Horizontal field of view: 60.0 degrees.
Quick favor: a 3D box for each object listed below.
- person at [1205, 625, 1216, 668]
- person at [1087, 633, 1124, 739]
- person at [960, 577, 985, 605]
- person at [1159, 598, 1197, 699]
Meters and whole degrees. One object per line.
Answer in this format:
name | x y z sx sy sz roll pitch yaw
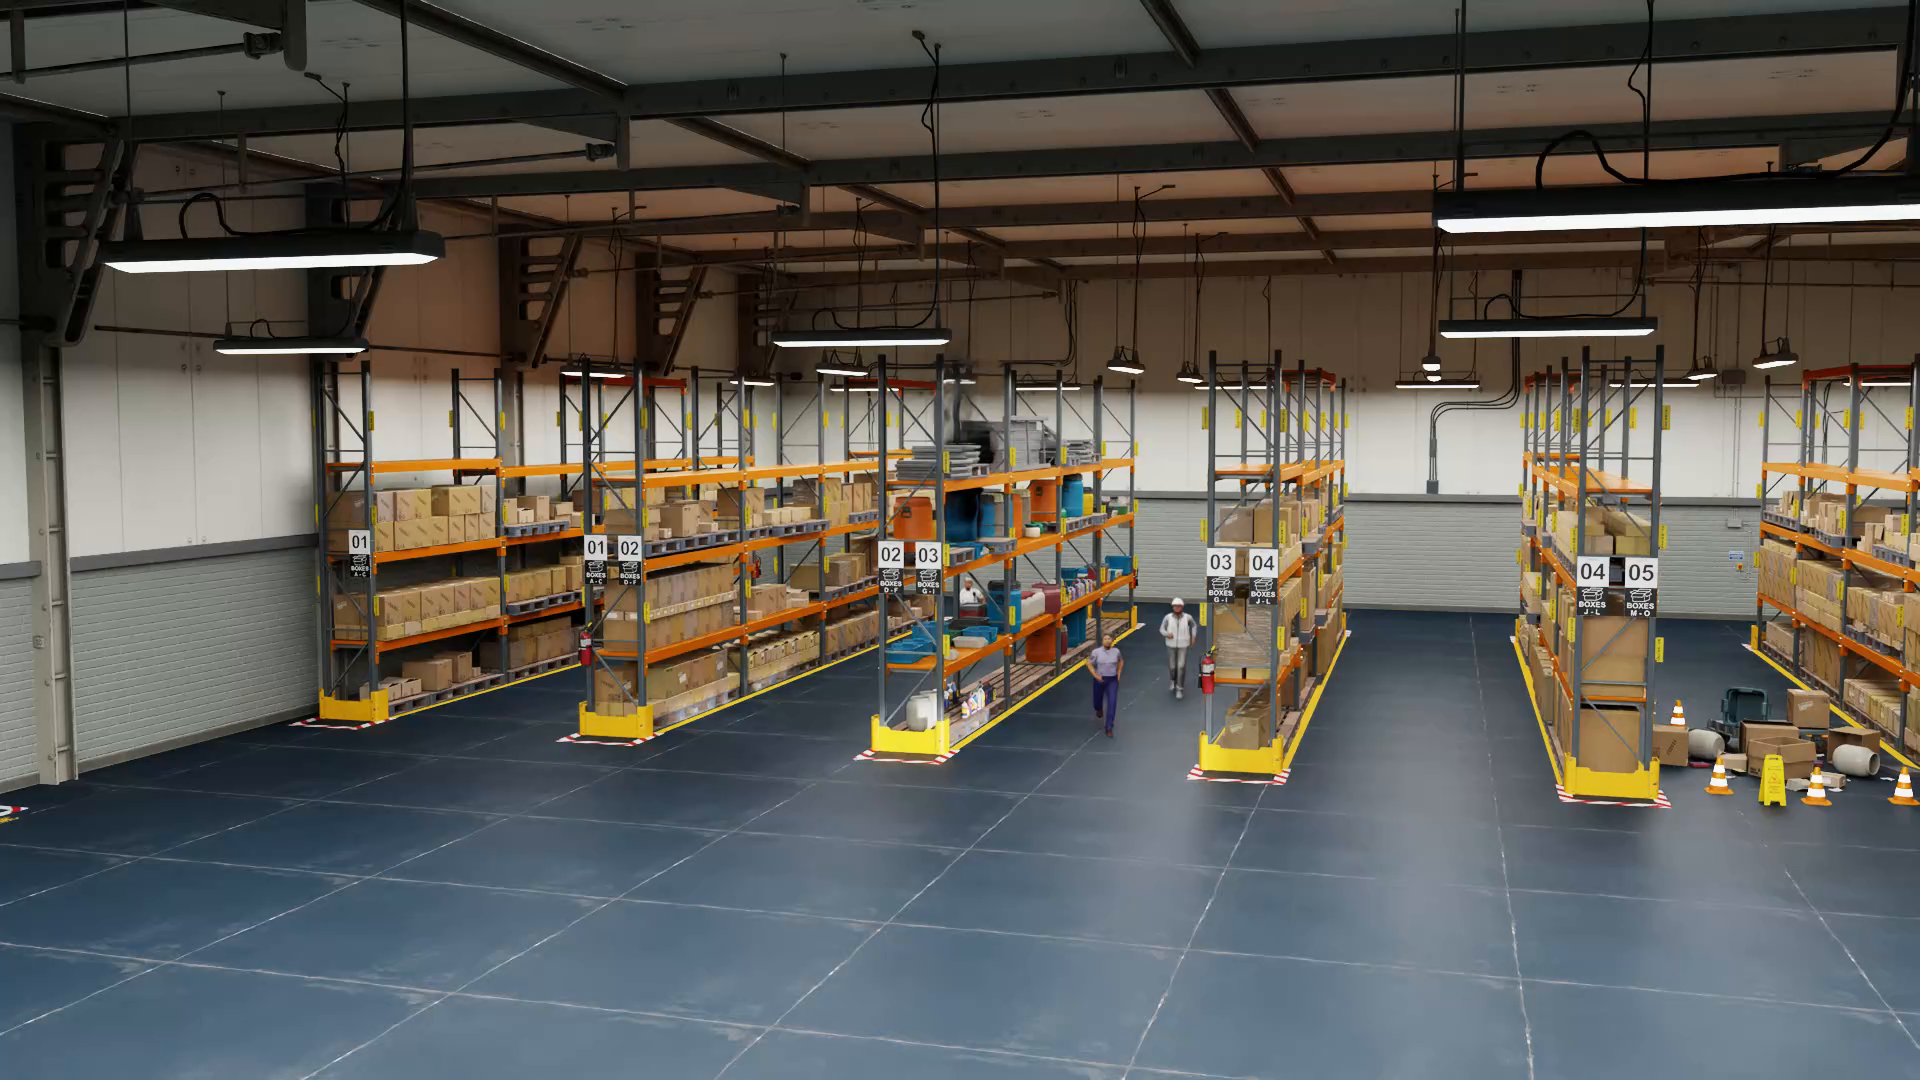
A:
person | 5.133 1.848 33.029 0.582 1.609 0.578 1 4 11
person | 2.339 2.313 26.719 0.584 1.642 1.010 0 4 4
person | 0.204 1.624 35.728 0.601 1.644 0.648 1 4 9
person | 3.972 1.948 30.318 0.676 1.802 0.834 1 4 11
